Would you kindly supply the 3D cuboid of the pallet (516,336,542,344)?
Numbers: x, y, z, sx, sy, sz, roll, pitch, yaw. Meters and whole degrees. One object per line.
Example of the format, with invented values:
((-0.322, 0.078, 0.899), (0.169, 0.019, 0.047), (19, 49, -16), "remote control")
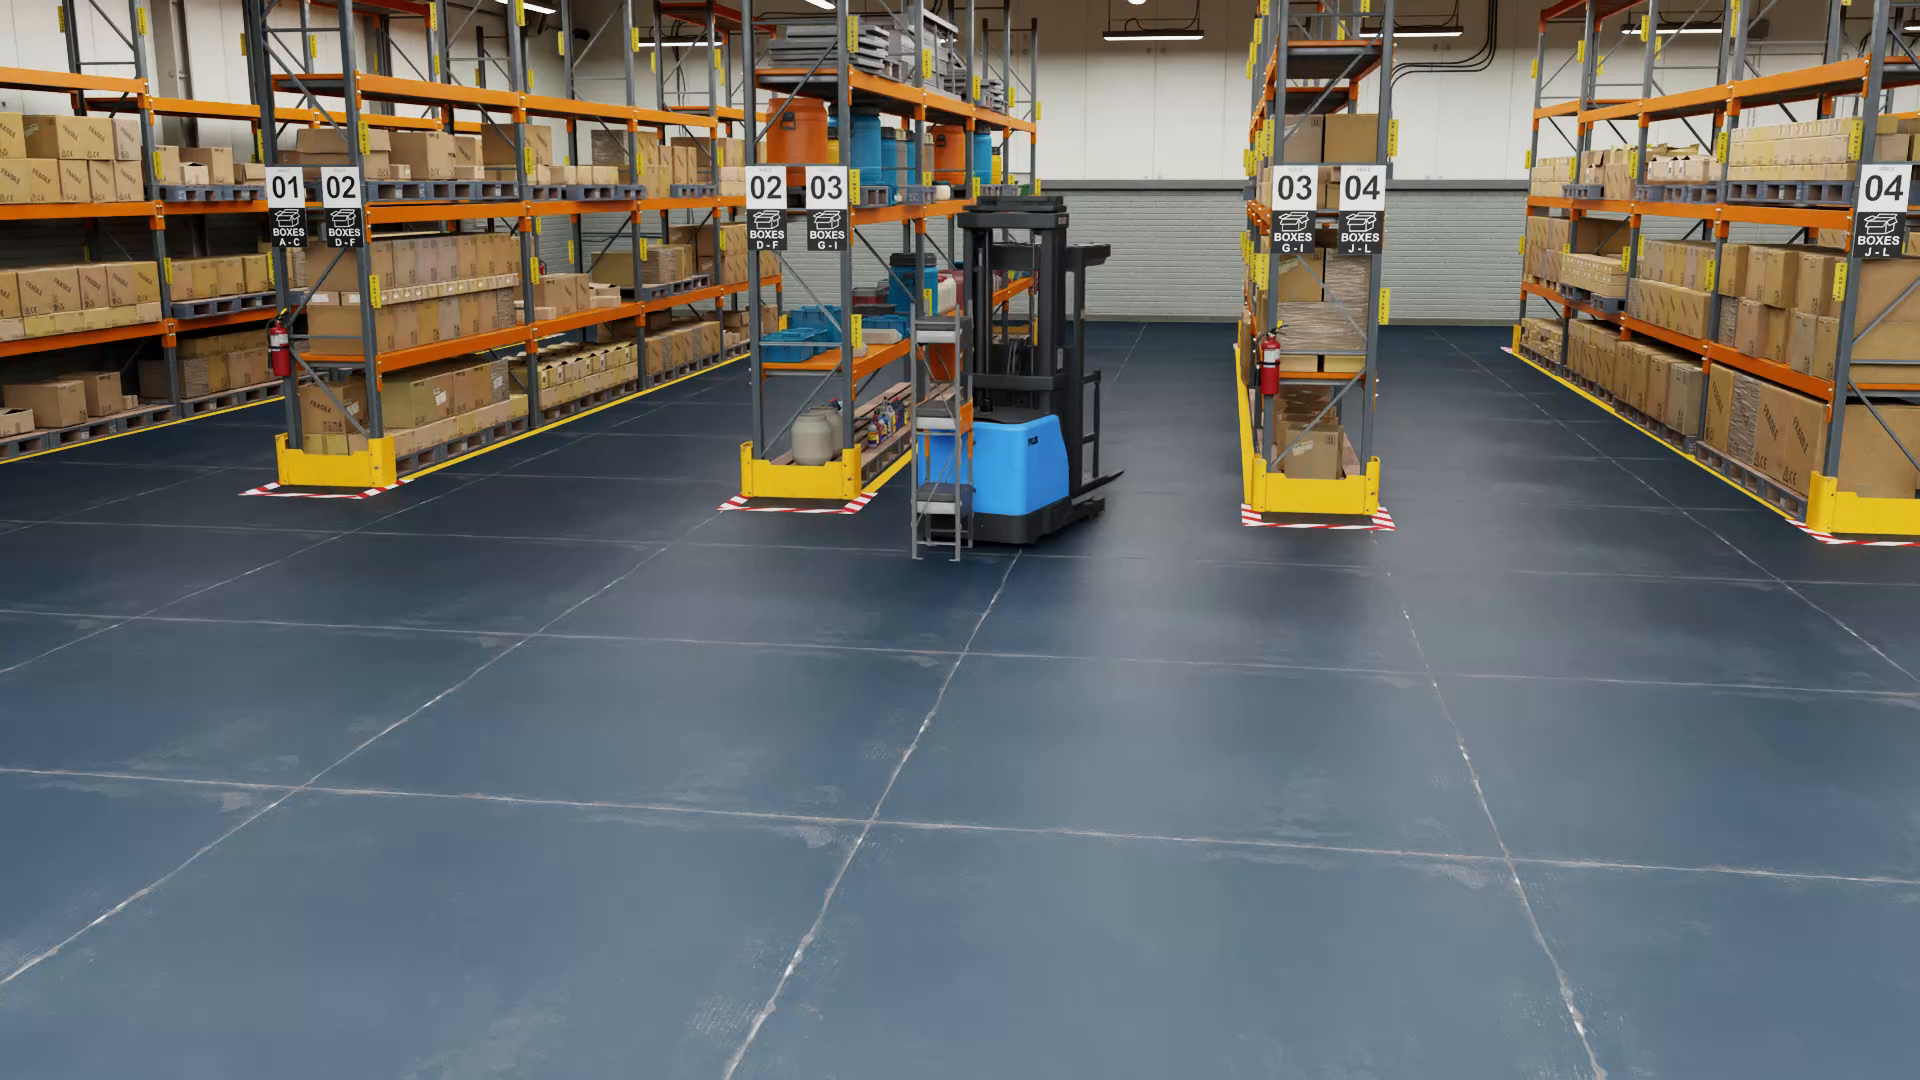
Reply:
((-8.918, -4.019, 32.641), (1.003, 0.211, 1.213), (2, 12, 9), "pallet")

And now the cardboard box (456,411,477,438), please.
((-5.903, -1.338, 19.114), (0.500, 0.250, 0.500), (2, 12, 9), "cardboard box")

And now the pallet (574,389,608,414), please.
((-5.562, -1.939, 22.992), (1.003, 0.211, 1.213), (2, 12, 9), "pallet")

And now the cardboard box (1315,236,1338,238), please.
((4.168, -3.152, 18.682), (0.500, 0.500, 0.500), (2, 12, 9), "cardboard box")

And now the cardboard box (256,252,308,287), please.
((-10.165, -4.051, 24.891), (0.700, 0.500, 0.500), (0, 12, 2), "cardboard box")

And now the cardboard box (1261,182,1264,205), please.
((3.643, -3.879, 18.609), (0.500, 0.250, 0.500), (1, 12, 6), "cardboard box")

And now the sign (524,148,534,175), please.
((-5.273, -4.633, 20.338), (0.100, 0.325, 0.005), (2, 12, 9), "sign")

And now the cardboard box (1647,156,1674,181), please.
((9.138, -4.756, 21.299), (0.500, 0.311, 0.500), (2, 12, 9), "cardboard box")

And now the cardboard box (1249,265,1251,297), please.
((4.725, -3.989, 25.647), (0.500, 0.500, 0.500), (2, 12, 7), "cardboard box")

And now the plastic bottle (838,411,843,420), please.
((-1.407, -1.334, 18.983), (0.152, 0.276, 0.135), (2, 12, 9), "plastic bottle")

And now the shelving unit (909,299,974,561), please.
((-0.145, -0.911, 13.731), (0.431, 2.100, 0.503), (3, 13, 12), "shelving unit")

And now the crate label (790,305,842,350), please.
((-1.528, -2.309, 18.001), (0.502, 0.435, 0.616), (2, 12, 9), "crate label")

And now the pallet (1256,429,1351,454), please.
((3.897, -1.067, 18.945), (1.003, 0.211, 1.213), (2, 12, 9), "pallet")

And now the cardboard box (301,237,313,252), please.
((-10.289, -4.559, 25.758), (0.500, 0.250, 0.500), (2, 12, 10), "cardboard box")

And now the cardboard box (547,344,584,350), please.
((-5.650, -2.652, 23.878), (0.500, 0.311, 0.500), (2, 12, 7), "cardboard box")

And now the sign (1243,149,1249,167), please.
((5.264, -7.021, 30.570), (0.100, 0.325, 0.005), (2, 12, 9), "sign")

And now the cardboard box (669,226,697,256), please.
((-4.770, -5.210, 28.938), (0.500, 0.500, 0.500), (2, 12, 9), "cardboard box")

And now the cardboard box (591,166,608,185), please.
((-5.284, -5.118, 23.362), (0.500, 0.250, 0.500), (2, 12, 10), "cardboard box")

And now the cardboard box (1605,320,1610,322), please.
((10.217, -3.242, 25.572), (0.500, 0.250, 0.500), (2, 12, 7), "cardboard box")

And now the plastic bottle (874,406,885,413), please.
((-0.922, -1.432, 19.438), (0.152, 0.276, 0.135), (2, 12, 9), "plastic bottle")

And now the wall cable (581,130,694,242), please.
((-7.649, -8.132, 38.236), (3.097, 2.526, 0.112), (2, 12, 9), "wall cable")

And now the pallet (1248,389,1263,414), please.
((4.459, -1.878, 22.709), (1.003, 0.211, 1.213), (2, 12, 9), "pallet")

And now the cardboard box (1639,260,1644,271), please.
((9.891, -3.904, 23.676), (0.380, 0.149, 0.250), (2, 12, 11), "cardboard box")

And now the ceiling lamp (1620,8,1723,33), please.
((13.621, -11.172, 31.117), (2.000, 3.185, 0.800), (2, 12, 9), "ceiling lamp")

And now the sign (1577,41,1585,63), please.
((9.548, -7.505, 25.550), (0.100, 0.325, 0.005), (2, 12, 9), "sign")

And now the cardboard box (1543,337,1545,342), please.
((10.220, -3.469, 28.535), (0.380, 0.149, 0.250), (3, 12, 12), "cardboard box")

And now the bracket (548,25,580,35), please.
((-8.623, -11.279, 36.924), (0.076, 0.066, 3.189), (2, 12, 9), "bracket")

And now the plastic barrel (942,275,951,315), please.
((-0.325, -3.311, 22.470), (0.421, 0.512, 0.421), (0, 12, 0), "plastic barrel")

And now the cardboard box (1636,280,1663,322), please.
((9.055, -3.081, 21.431), (0.500, 0.500, 0.500), (2, 12, 8), "cardboard box")

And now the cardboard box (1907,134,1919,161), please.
((8.564, -3.442, 14.640), (0.500, 0.250, 0.500), (2, 12, 9), "cardboard box")

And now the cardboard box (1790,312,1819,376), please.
((8.311, -1.824, 15.483), (0.875, 0.550, 0.550), (2, 12, 9), "cardboard box")

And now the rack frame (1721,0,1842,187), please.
((8.851, -5.322, 17.830), (1.000, 3.000, 0.127), (2, 12, 9), "rack frame")

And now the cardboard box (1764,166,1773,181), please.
((8.265, -3.658, 16.587), (0.380, 0.149, 0.250), (2, 12, 9), "cardboard box")

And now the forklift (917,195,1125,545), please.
((0.704, -1.658, 15.231), (1.130, 2.935, 3.031), (6, 13, 25), "forklift")

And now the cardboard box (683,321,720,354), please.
((-4.384, -3.440, 28.223), (0.500, 0.500, 0.500), (2, 12, 8), "cardboard box")

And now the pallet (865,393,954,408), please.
((-0.661, -1.788, 22.290), (1.003, 0.211, 1.213), (2, 12, 9), "pallet")

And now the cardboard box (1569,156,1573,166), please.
((9.890, -6.017, 26.395), (0.380, 0.149, 0.250), (2, 12, 10), "cardboard box")

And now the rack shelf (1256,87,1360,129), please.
((4.273, -5.373, 20.723), (1.077, 0.370, 4.000), (2, 12, 9), "rack shelf")

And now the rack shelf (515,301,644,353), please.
((-5.515, -2.958, 22.806), (1.077, 0.370, 4.000), (2, 12, 9), "rack shelf")

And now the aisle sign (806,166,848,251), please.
((-1.265, -3.146, 15.799), (0.394, 0.787, 0.004), (2, 12, 9), "aisle sign")

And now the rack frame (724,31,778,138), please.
((-3.977, -8.324, 31.758), (1.000, 3.000, 0.127), (2, 12, 9), "rack frame")

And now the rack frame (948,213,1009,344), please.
((0.302, -4.397, 27.778), (1.000, 3.000, 0.127), (2, 12, 9), "rack frame")

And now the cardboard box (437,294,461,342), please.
((-6.117, -2.529, 18.869), (0.700, 0.500, 0.500), (2, 12, 10), "cardboard box")

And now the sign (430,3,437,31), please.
((-6.360, -6.336, 20.130), (0.100, 0.325, 0.005), (2, 12, 9), "sign")

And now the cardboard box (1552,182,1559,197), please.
((10.056, -5.768, 27.375), (0.500, 0.250, 0.500), (2, 12, 8), "cardboard box")

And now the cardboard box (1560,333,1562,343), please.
((9.879, -3.240, 26.766), (0.380, 0.149, 0.250), (2, 12, 10), "cardboard box")

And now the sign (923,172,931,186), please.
((-0.386, -4.183, 19.640), (0.100, 0.325, 0.005), (2, 12, 9), "sign")

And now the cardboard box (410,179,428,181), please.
((-9.614, -6.516, 29.608), (0.500, 0.250, 0.500), (2, 12, 9), "cardboard box")

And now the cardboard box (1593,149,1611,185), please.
((9.714, -5.460, 24.346), (0.797, 0.503, 0.637), (2, 12, 8), "cardboard box")

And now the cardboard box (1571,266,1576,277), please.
((9.450, -4.054, 25.078), (0.380, 0.149, 0.250), (1, 12, 6), "cardboard box")

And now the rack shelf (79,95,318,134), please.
((-10.410, -5.855, 22.958), (1.077, 0.370, 4.000), (2, 12, 9), "rack shelf")

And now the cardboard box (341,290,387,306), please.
((-6.164, -2.501, 17.203), (0.380, 0.149, 0.250), (2, 12, 8), "cardboard box")

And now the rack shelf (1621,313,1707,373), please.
((9.159, -2.454, 20.470), (1.077, 0.370, 4.000), (2, 12, 9), "rack shelf")

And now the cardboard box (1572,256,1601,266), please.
((9.447, -4.198, 25.040), (0.380, 0.149, 0.250), (2, 12, 8), "cardboard box")

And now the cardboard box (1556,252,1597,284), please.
((9.877, -4.359, 26.658), (0.500, 0.500, 0.500), (2, 12, 9), "cardboard box")
